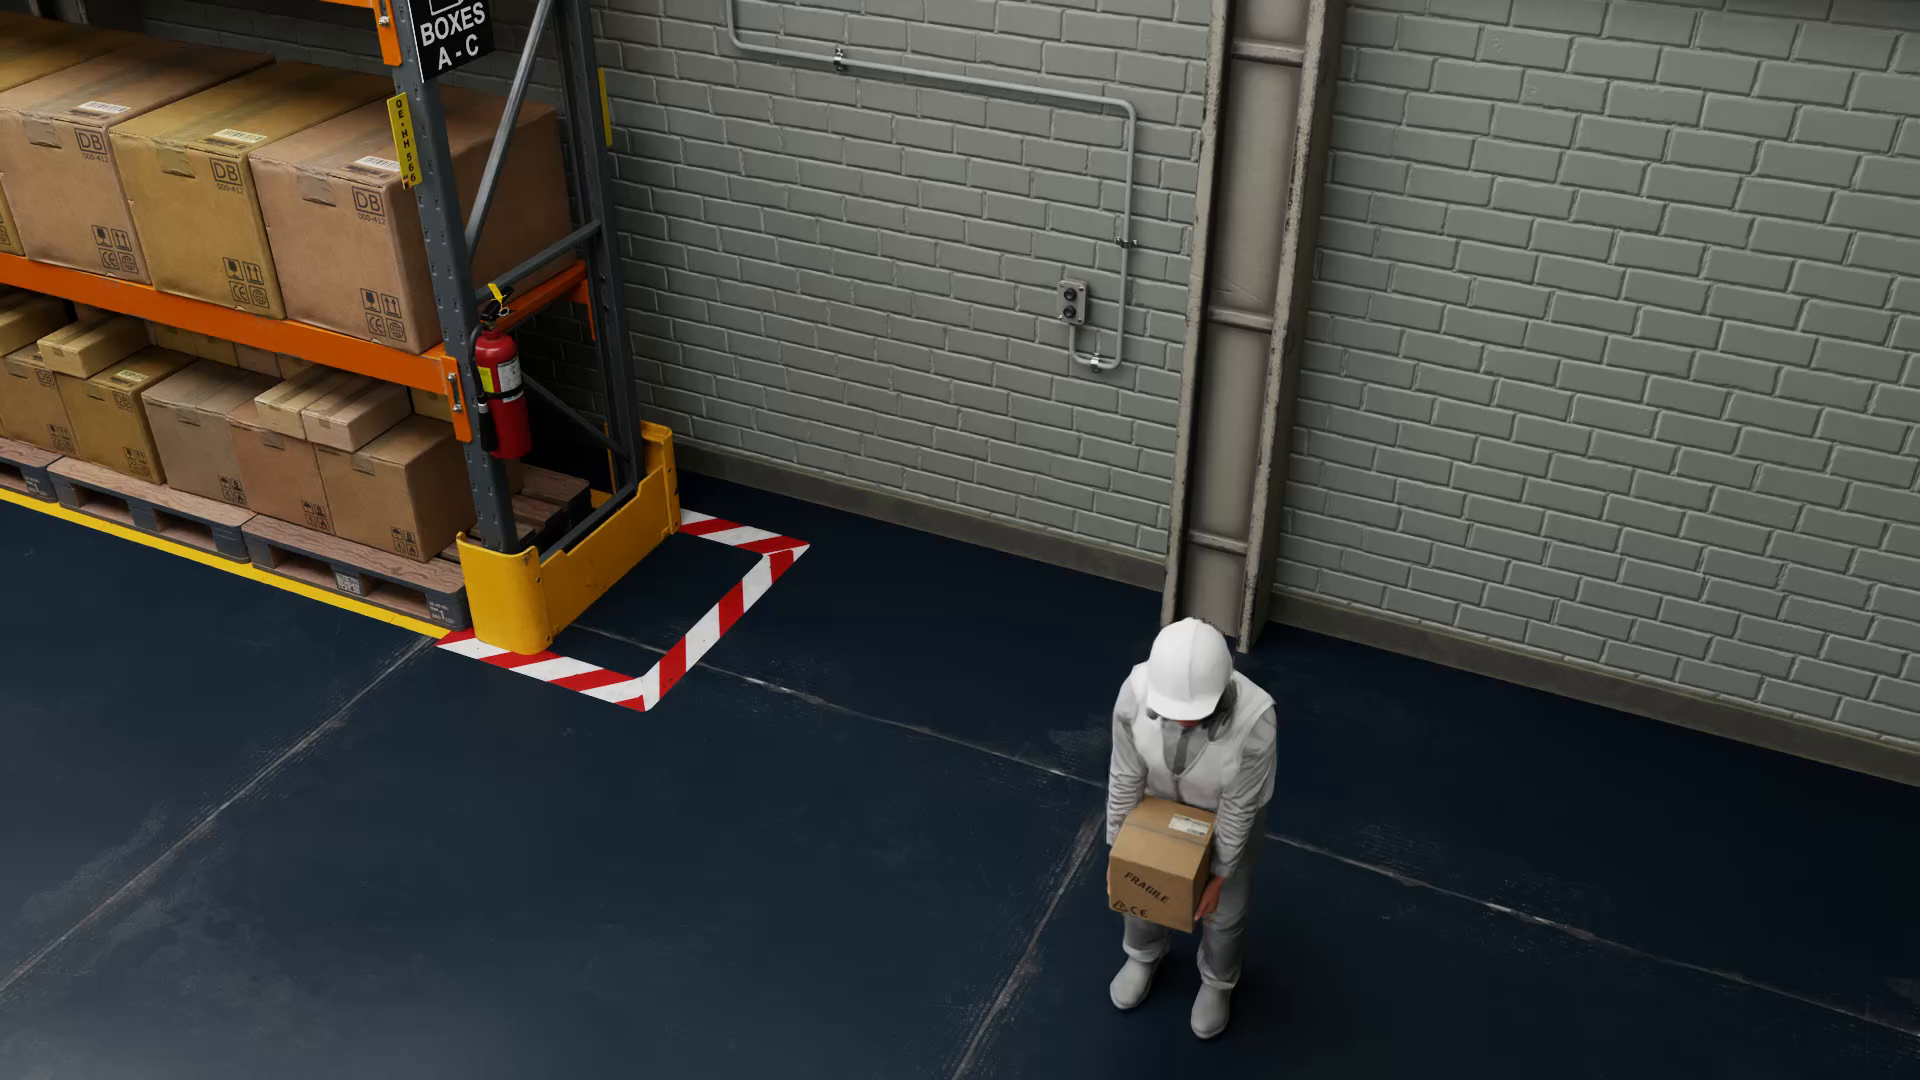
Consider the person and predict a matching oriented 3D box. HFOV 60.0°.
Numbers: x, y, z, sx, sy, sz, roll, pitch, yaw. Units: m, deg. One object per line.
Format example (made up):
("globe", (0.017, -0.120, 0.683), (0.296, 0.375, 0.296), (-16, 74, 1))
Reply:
("person", (0.675, 0.840, 4.925), (0.472, 1.693, 0.676), (14, 36, 20))
